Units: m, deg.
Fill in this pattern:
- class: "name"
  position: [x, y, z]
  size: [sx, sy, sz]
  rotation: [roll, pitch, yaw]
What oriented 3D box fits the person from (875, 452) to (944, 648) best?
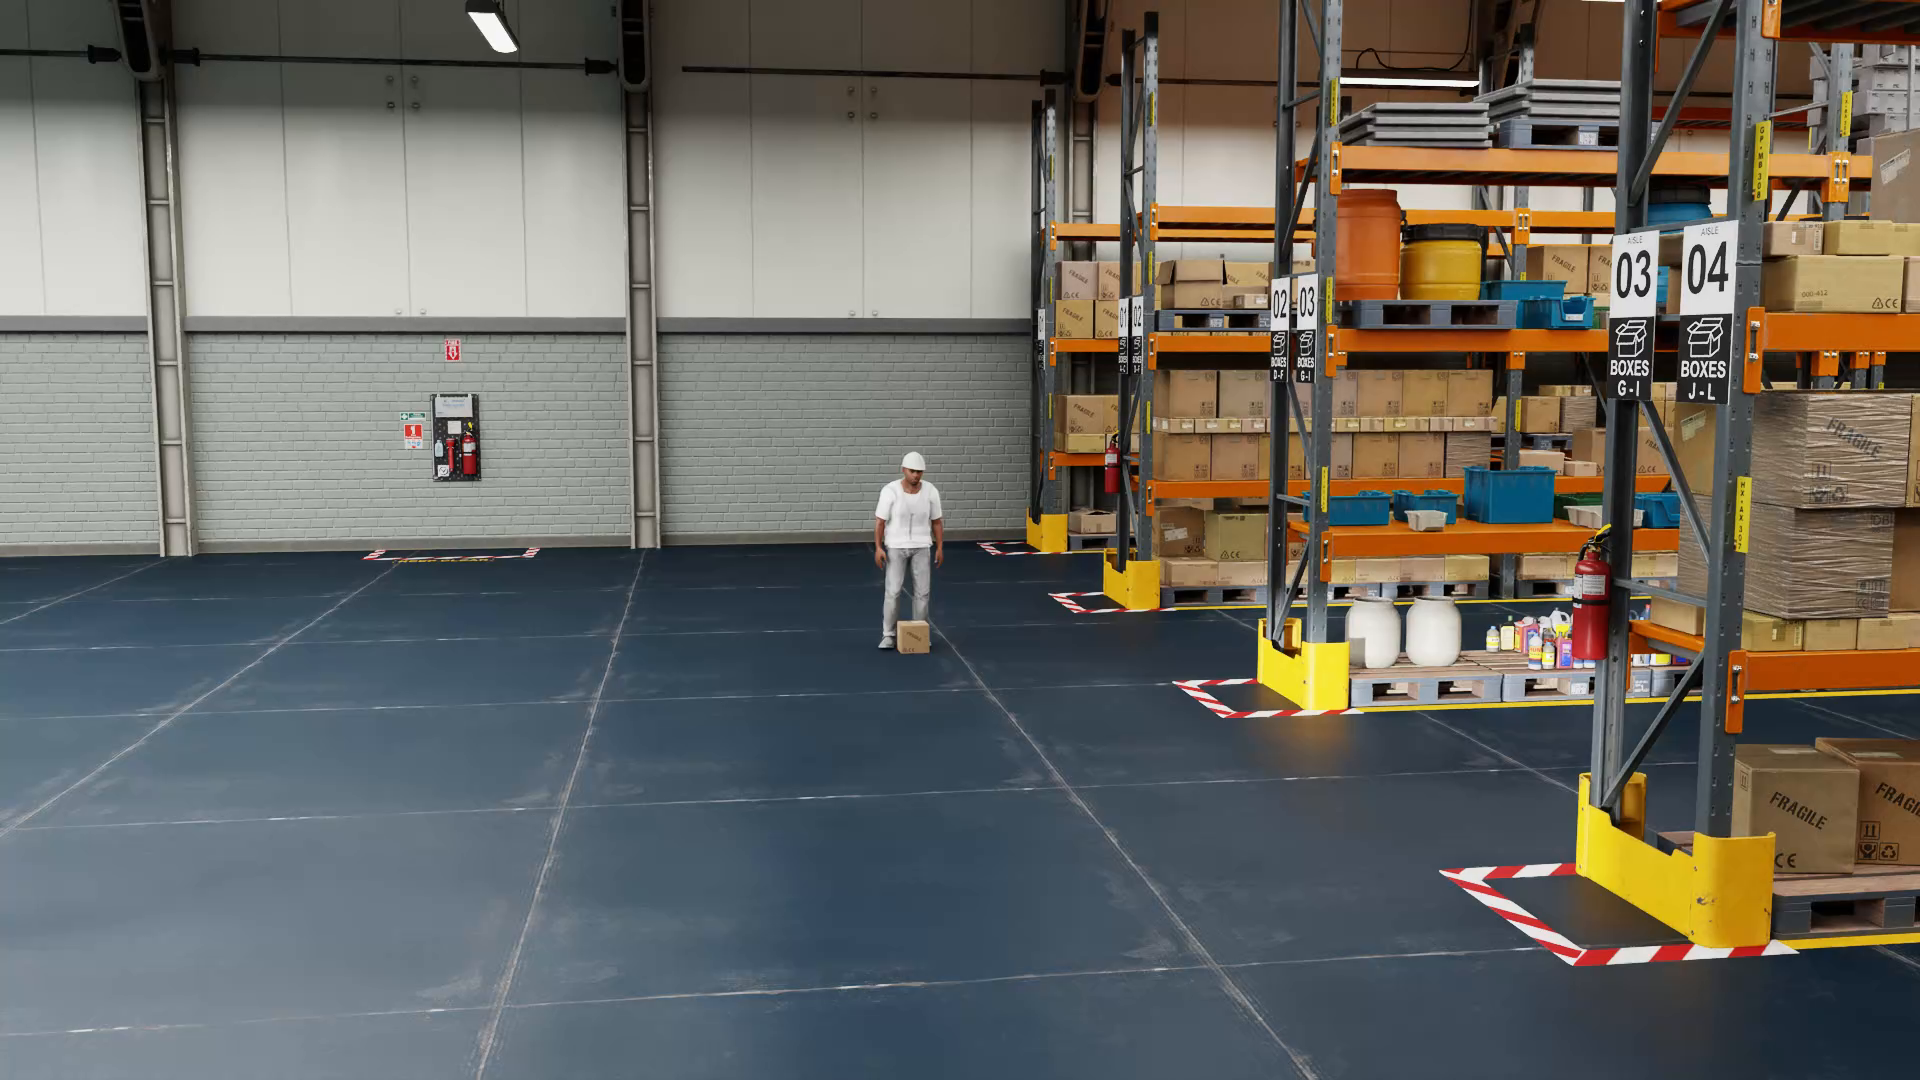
- class: "person"
  position: [-0.451, 0.086, 14.878]
  size: [0.632, 1.759, 0.462]
  rotation: [-1, 7, -12]
